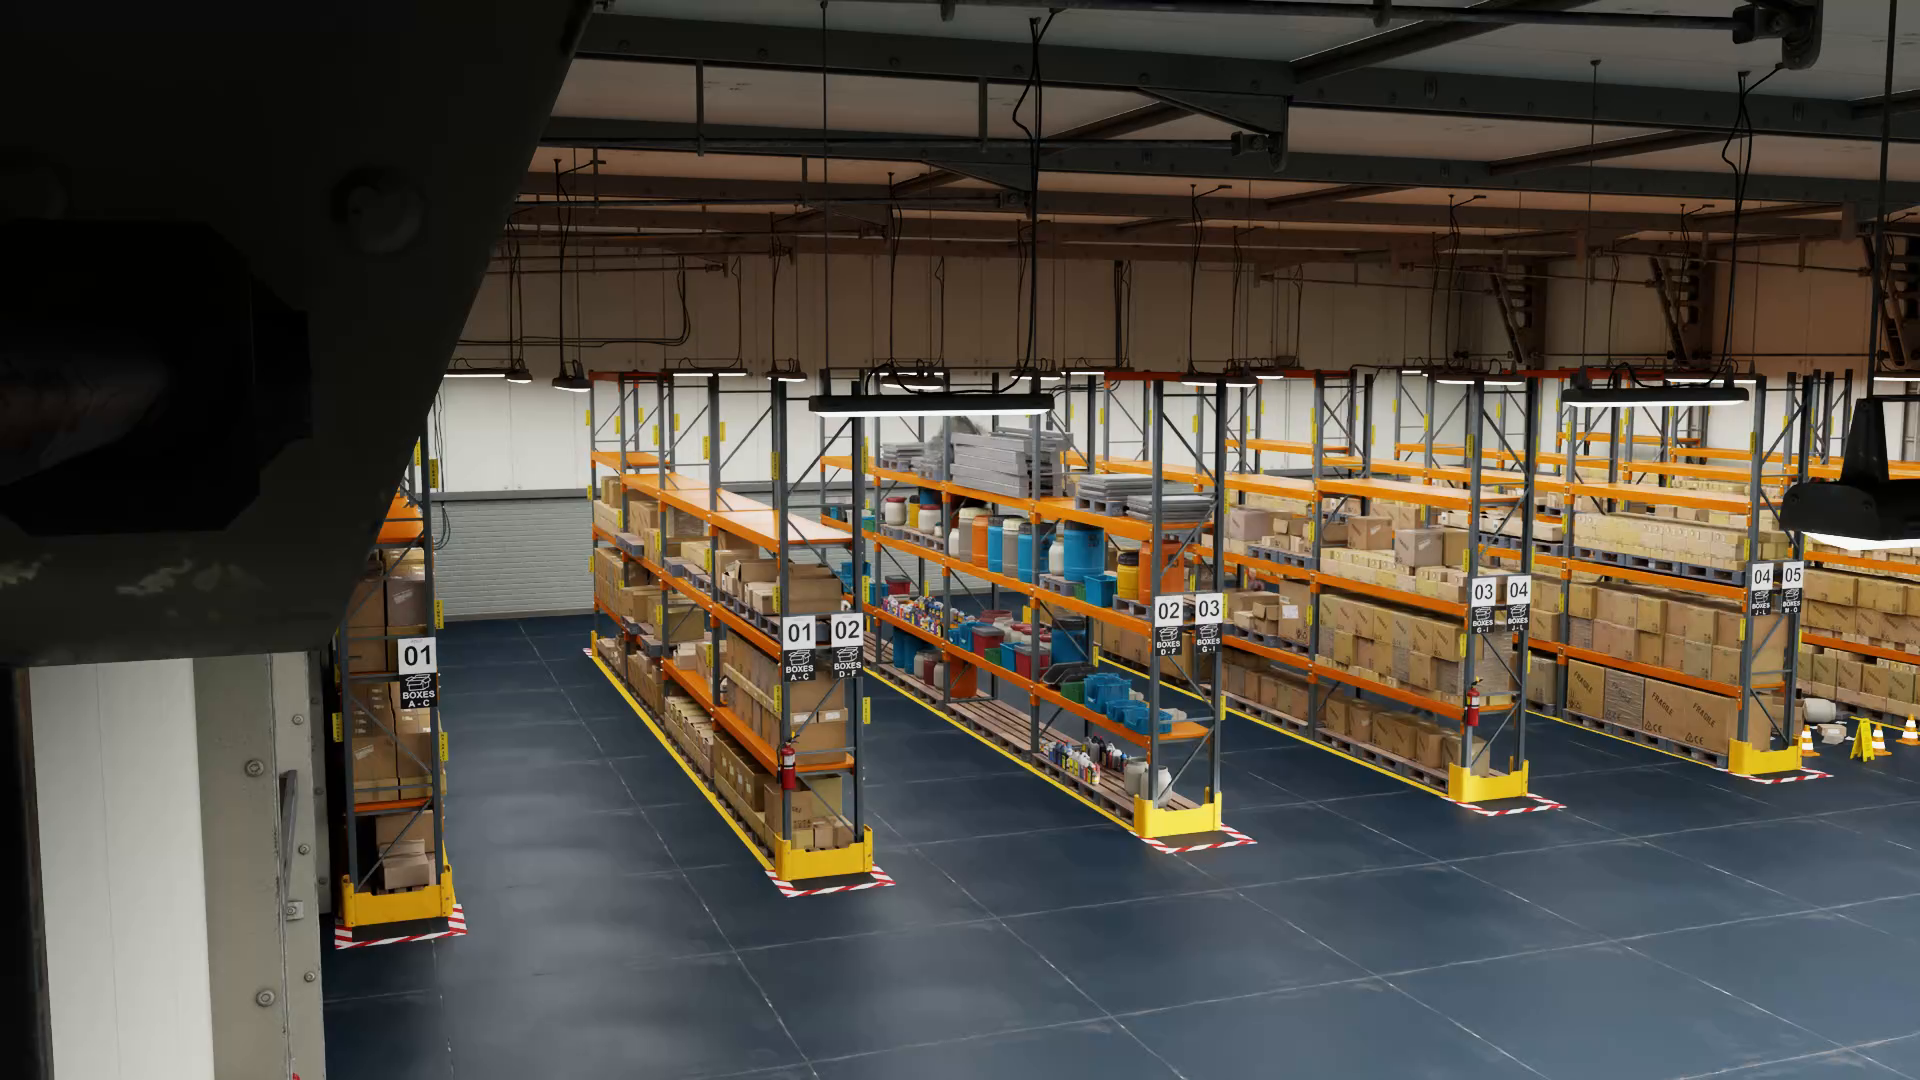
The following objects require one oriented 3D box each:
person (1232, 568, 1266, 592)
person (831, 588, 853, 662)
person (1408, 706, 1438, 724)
[{"bbox_3d":[6.248,1.426,36.312,0.856,1.679,0.777,1,6,10],"label":"person"},{"bbox_3d":[-2.276,1.725,31.463,0.571,1.686,0.595,-2,7,-20],"label":"person"},{"bbox_3d":[7.954,2.418,27.915,0.672,1.539,1.134,-3,7,-22],"label":"person"}]
